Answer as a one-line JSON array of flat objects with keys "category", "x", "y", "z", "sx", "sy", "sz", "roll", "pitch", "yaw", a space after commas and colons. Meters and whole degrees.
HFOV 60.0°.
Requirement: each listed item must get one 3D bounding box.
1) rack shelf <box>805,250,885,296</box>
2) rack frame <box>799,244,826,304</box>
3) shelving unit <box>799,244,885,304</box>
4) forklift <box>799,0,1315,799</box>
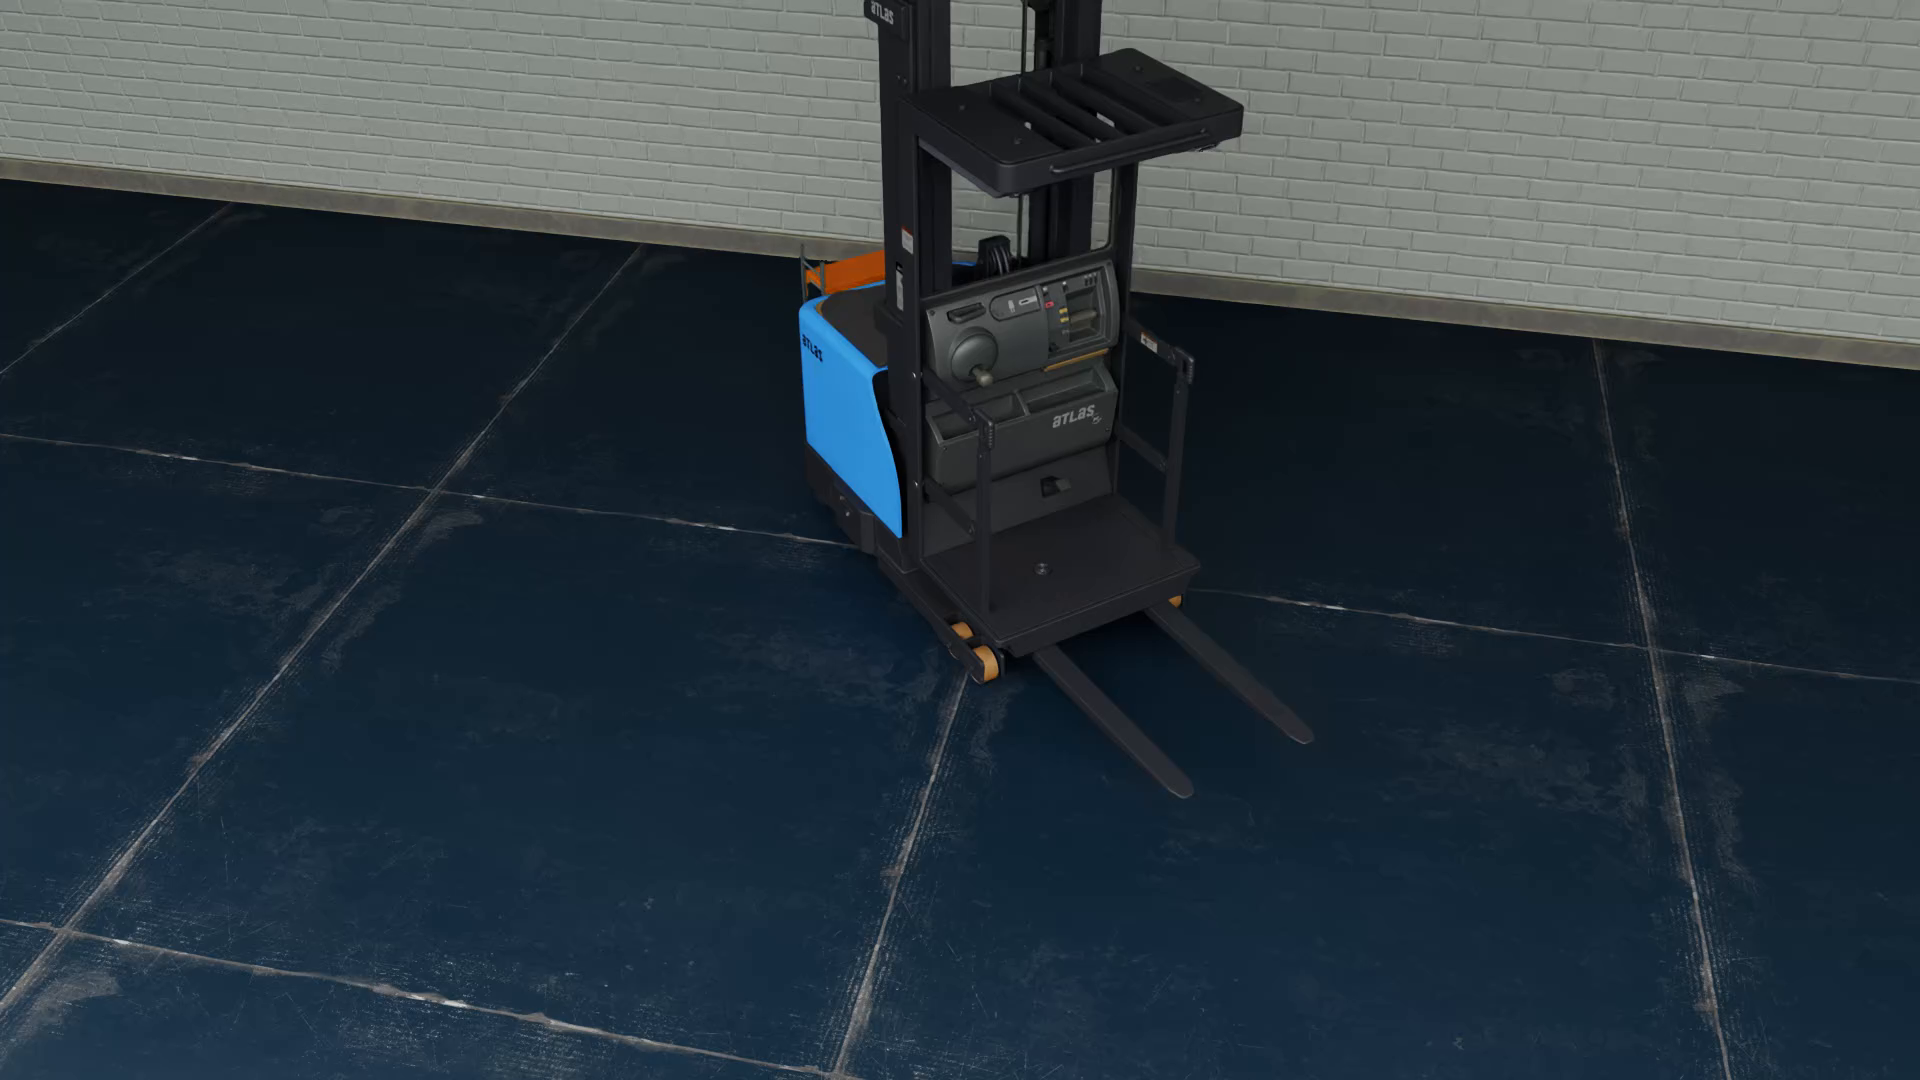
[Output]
[{"category": "rack shelf", "x": -0.516, "y": -1.306, "z": 8.357, "sx": 0.480, "sy": 0.148, "sz": 0.258, "roll": -19, "pitch": 40, "yaw": -25}, {"category": "rack frame", "x": -0.723, "y": -0.912, "z": 8.484, "sx": 0.015, "sy": 1.200, "sz": 0.240, "roll": -19, "pitch": 40, "yaw": -25}, {"category": "shelving unit", "x": -0.514, "y": -0.986, "z": 8.585, "sx": 0.503, "sy": 1.200, "sz": 0.258, "roll": -19, "pitch": 40, "yaw": -25}, {"category": "forklift", "x": 0.387, "y": -0.864, "z": 6.944, "sx": 1.130, "sy": 2.935, "sz": 3.031, "roll": -19, "pitch": 40, "yaw": -24}]
